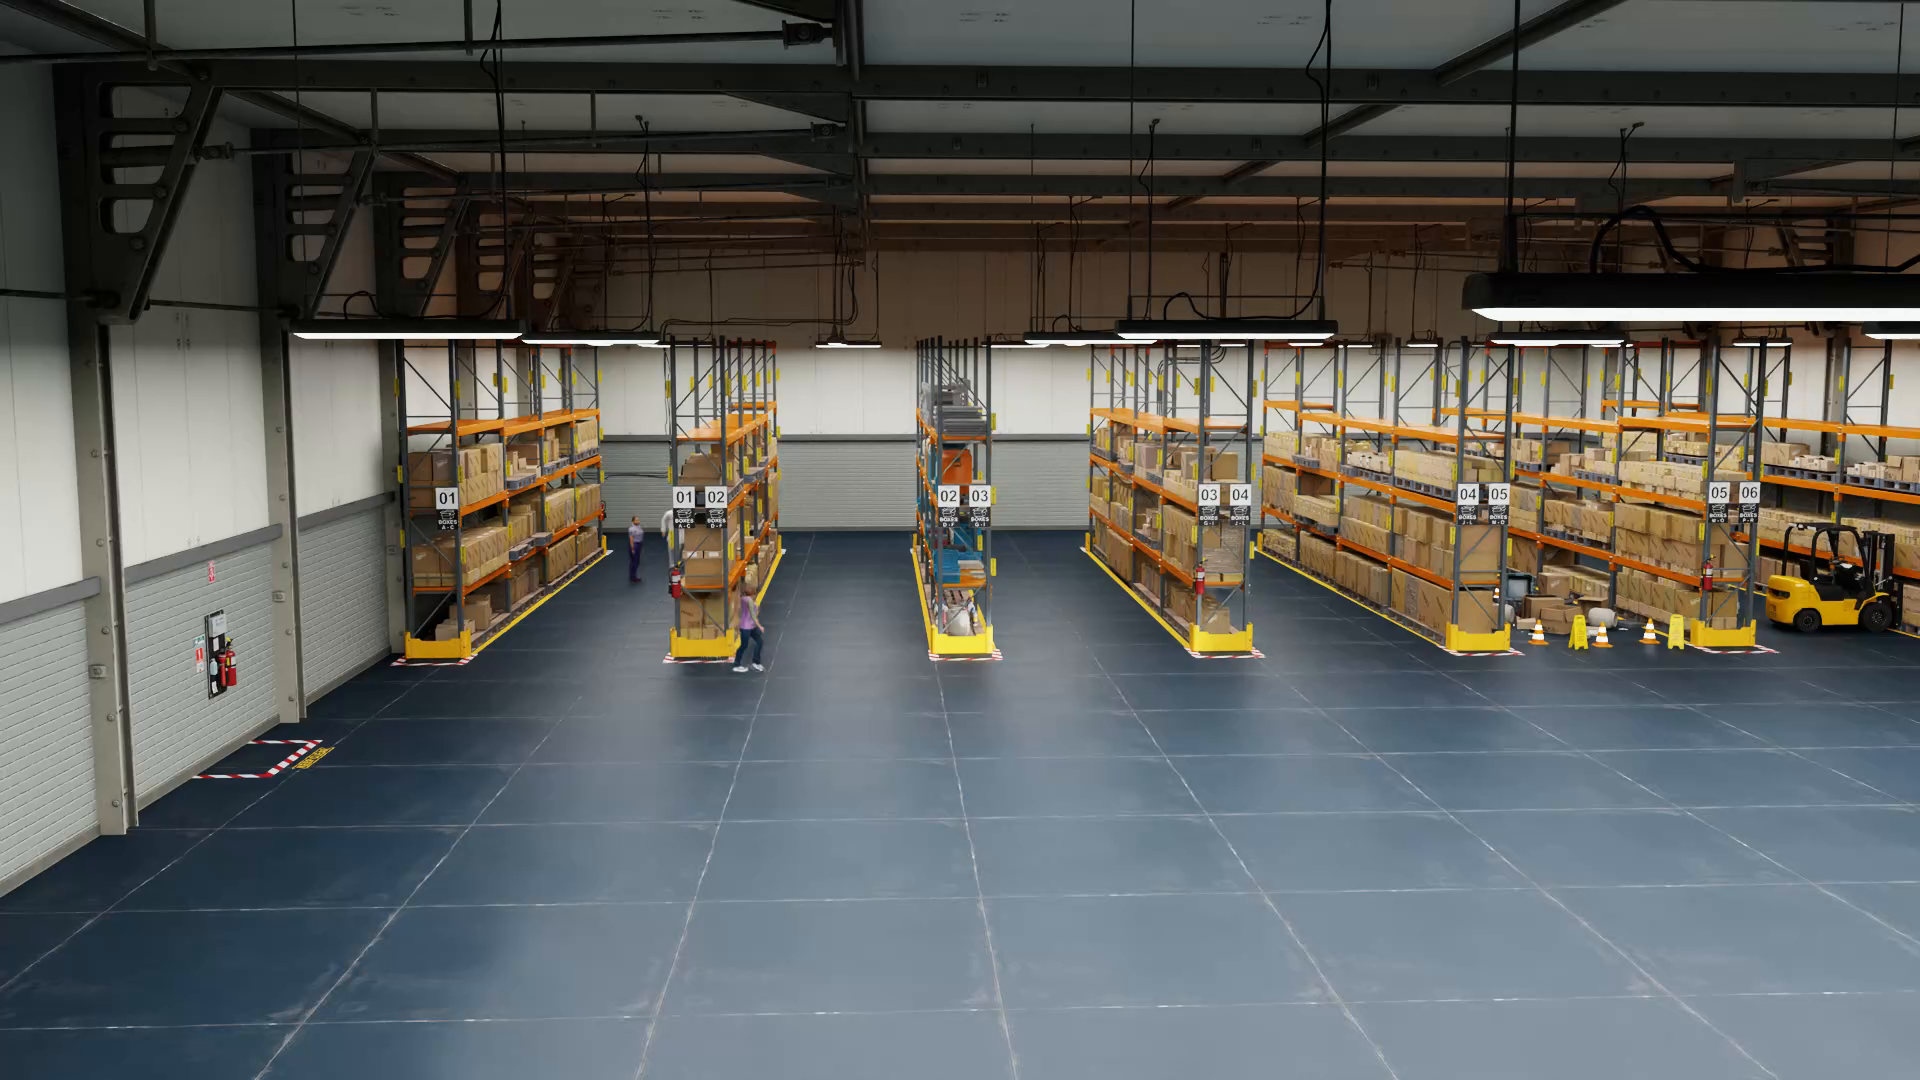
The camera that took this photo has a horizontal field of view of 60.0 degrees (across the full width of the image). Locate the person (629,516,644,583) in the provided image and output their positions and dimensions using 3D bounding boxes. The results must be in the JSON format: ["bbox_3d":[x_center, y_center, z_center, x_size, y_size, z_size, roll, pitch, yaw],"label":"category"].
[{"bbox_3d":[-8.044,0.234,41.366,0.368,1.695,0.491,0,7,-4],"label":"person"}]

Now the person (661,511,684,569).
[{"bbox_3d":[-7.559,-0.113,44.171,0.762,1.811,0.935,0,6,0],"label":"person"}]

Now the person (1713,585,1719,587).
[{"bbox_3d":[16.733,0.768,36.967,0.451,1.553,0.789,-4,7,-28],"label":"person"}]

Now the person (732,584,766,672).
[{"bbox_3d":[-3.762,1.585,29.554,0.596,1.593,0.399,0,6,3],"label":"person"}]
